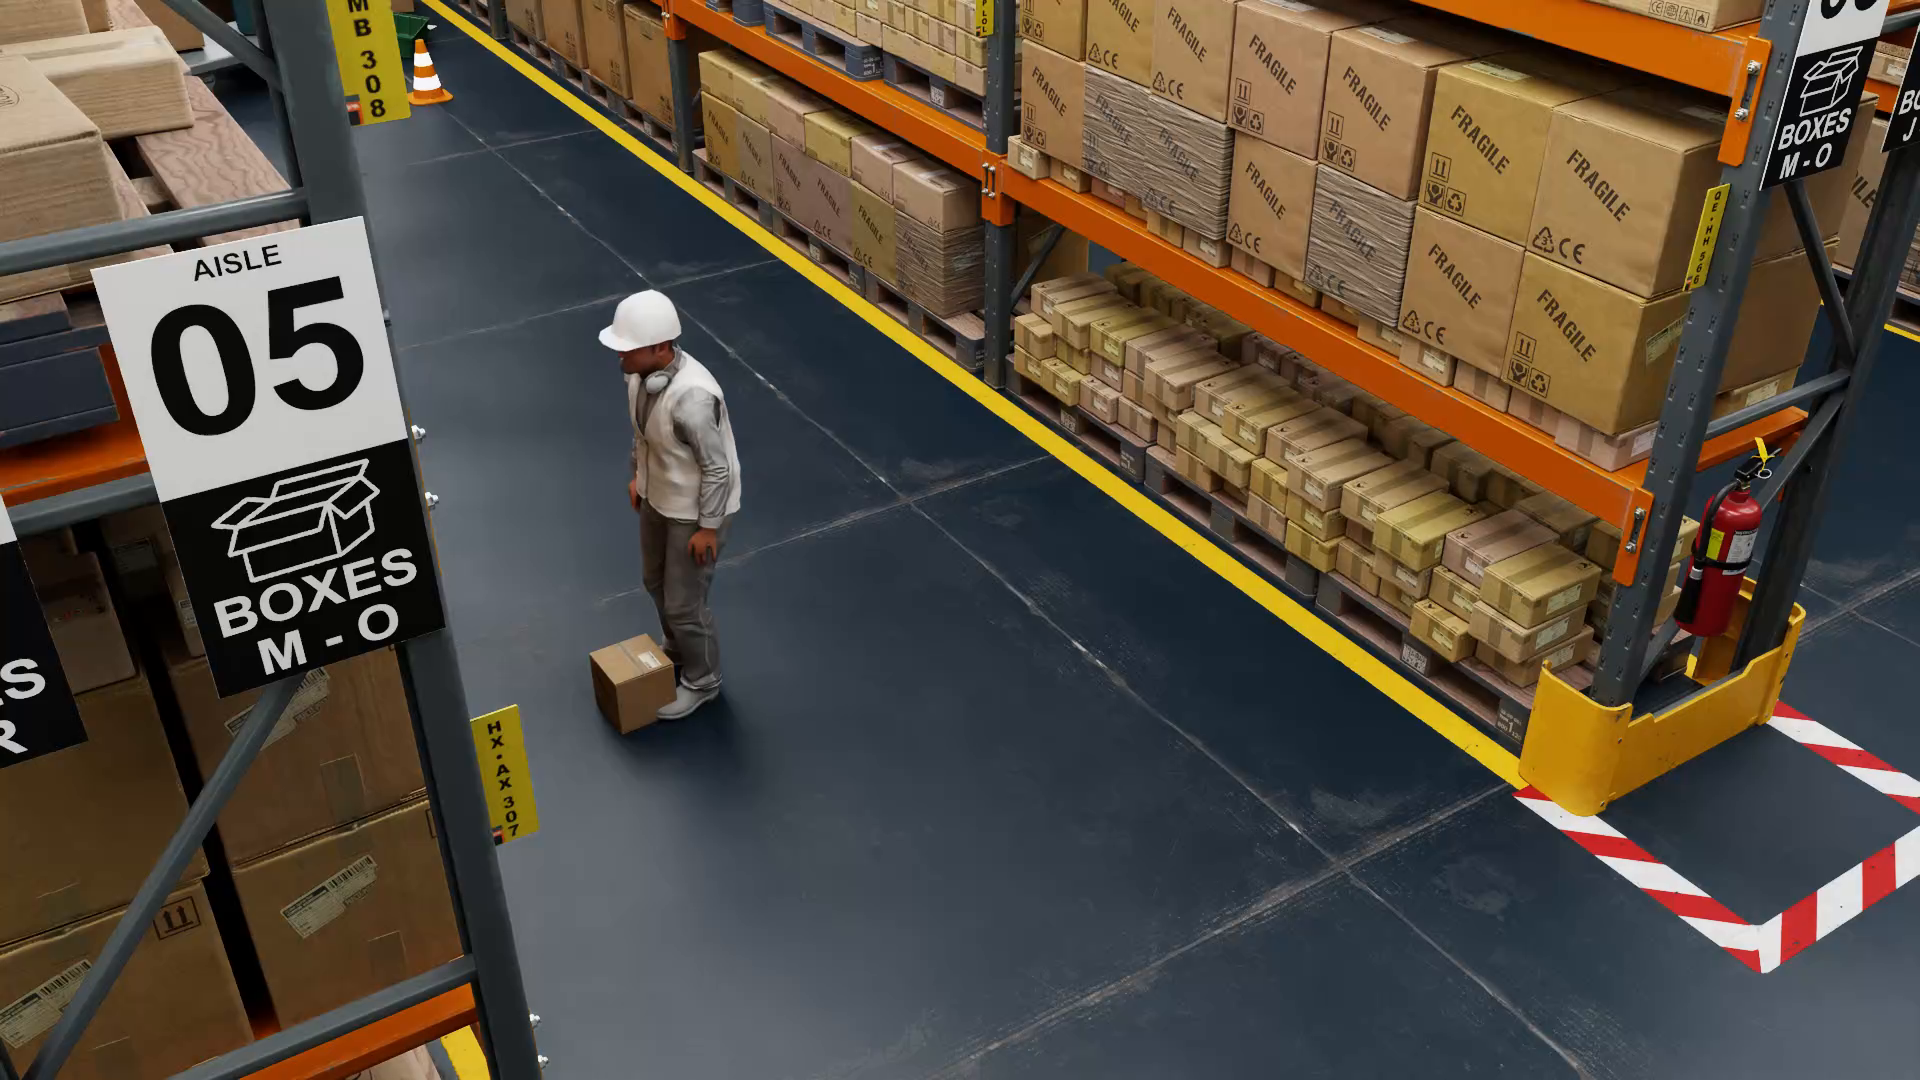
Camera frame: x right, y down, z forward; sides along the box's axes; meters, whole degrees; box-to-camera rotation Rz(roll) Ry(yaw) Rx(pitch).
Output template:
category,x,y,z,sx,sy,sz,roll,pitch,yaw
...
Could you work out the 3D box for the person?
category,x,y,z,sx,sy,sz,roll,pitch,yaw
person,-1.083,-0.144,6.341,0.475,1.771,0.593,-22,38,-30
